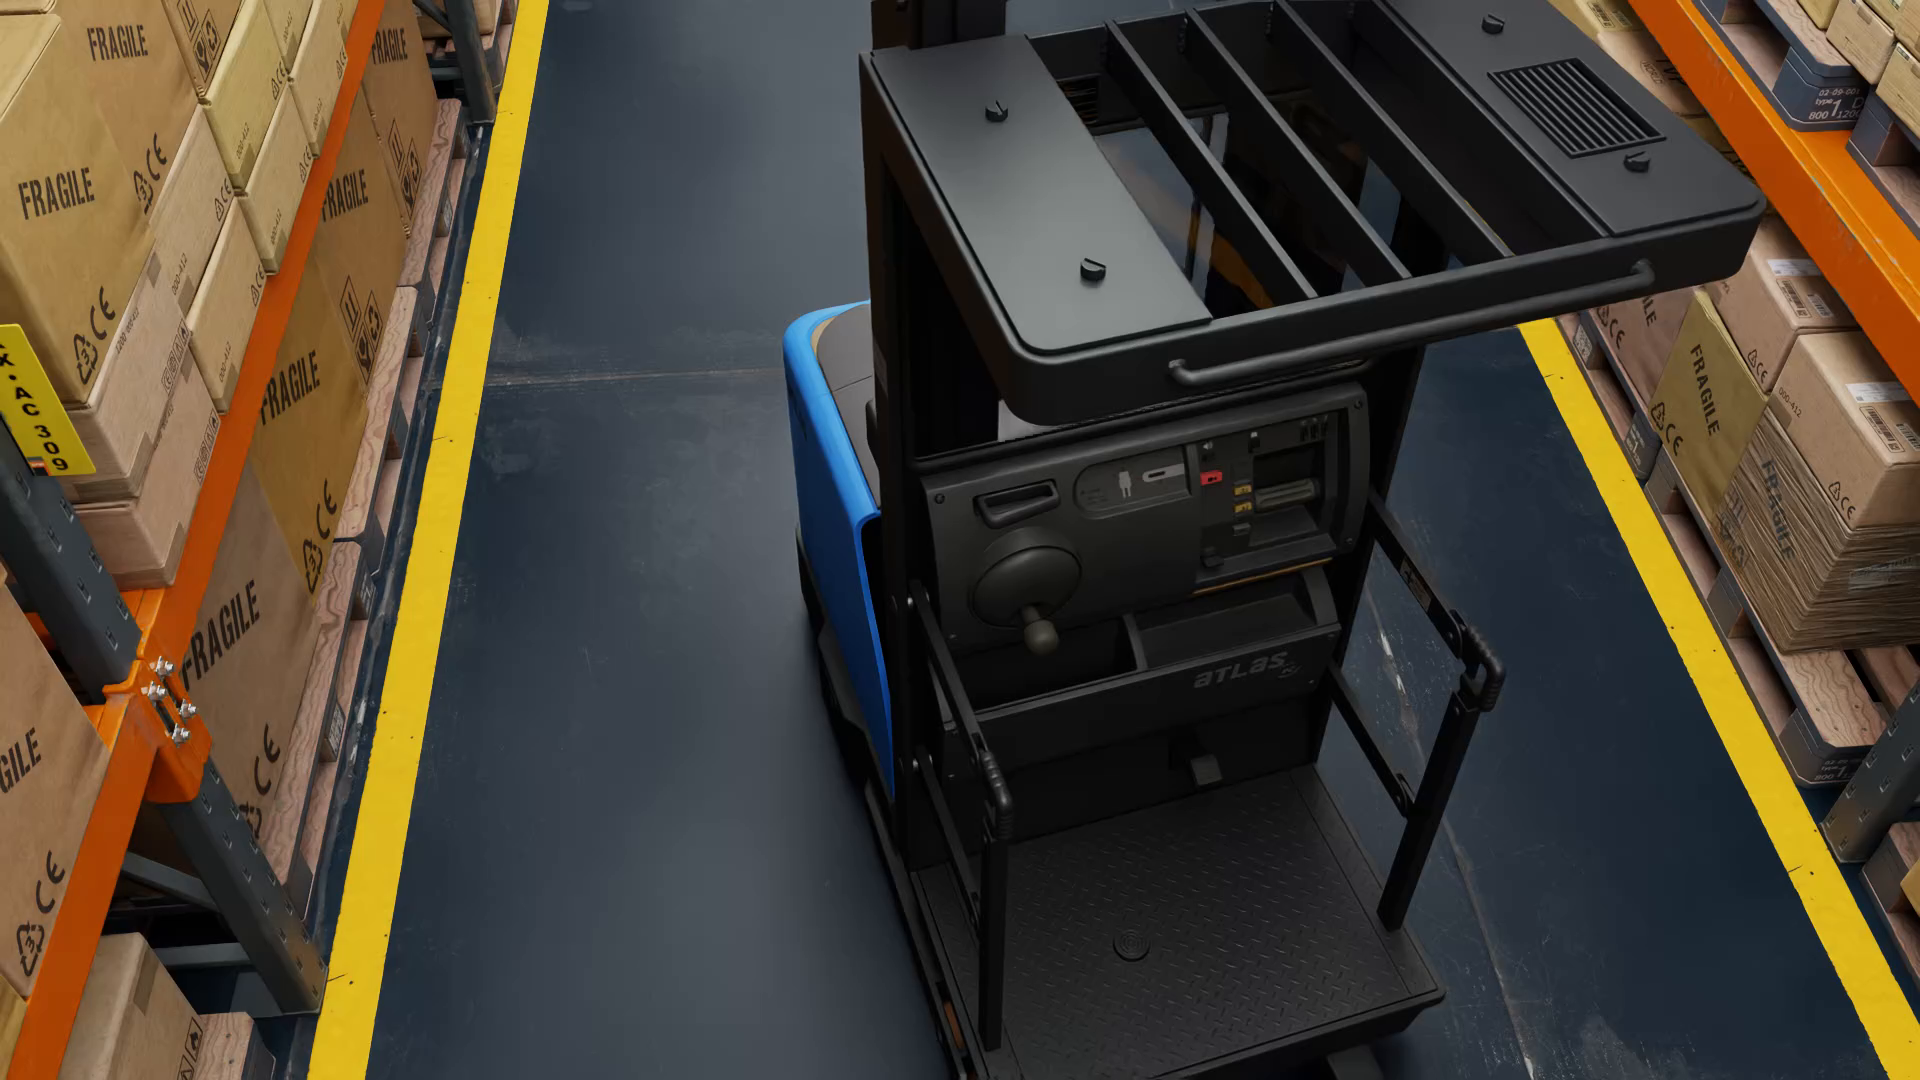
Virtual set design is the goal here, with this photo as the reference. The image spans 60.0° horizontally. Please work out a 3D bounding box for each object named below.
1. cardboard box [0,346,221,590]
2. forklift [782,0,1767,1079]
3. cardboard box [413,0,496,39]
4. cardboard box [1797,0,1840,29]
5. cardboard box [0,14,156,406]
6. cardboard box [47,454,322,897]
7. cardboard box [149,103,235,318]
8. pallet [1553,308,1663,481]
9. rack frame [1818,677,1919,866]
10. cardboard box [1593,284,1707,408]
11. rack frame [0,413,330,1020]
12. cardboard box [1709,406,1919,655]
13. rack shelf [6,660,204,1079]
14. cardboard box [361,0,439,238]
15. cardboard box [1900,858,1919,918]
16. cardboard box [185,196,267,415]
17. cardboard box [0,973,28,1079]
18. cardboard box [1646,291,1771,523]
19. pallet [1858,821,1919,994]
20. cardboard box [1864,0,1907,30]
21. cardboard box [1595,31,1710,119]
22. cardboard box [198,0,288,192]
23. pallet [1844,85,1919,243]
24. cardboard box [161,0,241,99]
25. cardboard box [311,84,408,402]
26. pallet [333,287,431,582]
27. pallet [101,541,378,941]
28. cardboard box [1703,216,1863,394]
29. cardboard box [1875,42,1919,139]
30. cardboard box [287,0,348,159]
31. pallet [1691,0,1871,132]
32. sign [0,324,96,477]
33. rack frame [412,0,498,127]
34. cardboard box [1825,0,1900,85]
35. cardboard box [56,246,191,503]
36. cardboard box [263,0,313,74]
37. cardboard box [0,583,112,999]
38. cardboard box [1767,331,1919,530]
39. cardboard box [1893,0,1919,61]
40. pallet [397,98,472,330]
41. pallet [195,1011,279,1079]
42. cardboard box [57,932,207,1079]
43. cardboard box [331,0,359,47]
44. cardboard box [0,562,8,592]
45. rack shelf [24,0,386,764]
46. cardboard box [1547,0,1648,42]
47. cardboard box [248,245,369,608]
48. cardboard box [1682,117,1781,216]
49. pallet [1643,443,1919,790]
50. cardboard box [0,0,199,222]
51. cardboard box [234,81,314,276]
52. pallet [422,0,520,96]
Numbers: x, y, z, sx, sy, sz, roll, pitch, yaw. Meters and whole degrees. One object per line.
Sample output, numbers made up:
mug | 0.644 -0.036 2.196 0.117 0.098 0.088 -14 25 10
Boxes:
cardboard box | -1.866 -0.149 3.428 0.500 0.250 0.500 -4 47 -4
forklift | 0.454 0.060 3.175 1.130 2.935 3.031 -13 48 -12
cardboard box | -2.464 -2.410 6.987 0.950 0.372 0.625 -6 47 -6
cardboard box | 2.489 -1.515 4.503 0.380 0.149 0.250 -2 47 -2
cardboard box | -1.842 -0.580 2.976 0.500 0.500 0.500 -3 47 -3
cardboard box | -2.224 0.277 4.096 0.875 0.875 0.875 -2 47 -2
cardboard box | -1.920 -0.697 3.603 0.500 0.250 0.500 -3 47 -3
pallet | 2.660 -0.729 5.795 1.003 0.211 1.213 -3 47 -3
rack frame | 2.832 -0.240 3.411 1.000 3.000 0.127 -3 47 -3
cardboard box | 2.438 -0.787 5.362 0.500 0.500 0.500 -4 47 -4
rack frame | -2.092 0.134 3.057 1.000 3.000 0.127 -3 47 -3
cardboard box | 2.519 -0.045 4.659 0.500 0.500 0.500 -4 47 -4
rack shelf | -1.925 1.829 1.948 1.077 0.370 4.000 -3 47 -3
cardboard box | -2.452 -1.669 5.939 0.875 0.875 0.875 -4 47 -4
cardboard box | 2.542 0.879 4.026 0.380 0.149 0.250 -5 47 -5
cardboard box | -1.911 -0.523 3.783 0.500 0.250 0.500 -5 47 -4
cardboard box | -1.750 0.792 2.365 0.500 0.500 0.500 -5 47 -4
cardboard box | 2.477 -0.416 5.010 0.500 0.500 0.500 -4 47 -4
pallet | 2.924 1.203 3.965 1.003 0.211 1.213 -3 47 -3
cardboard box | 2.513 -1.432 4.219 0.380 0.149 0.250 -6 47 -5
cardboard box | 2.385 -1.437 5.461 0.500 0.250 0.500 -3 47 -3
cardboard box | -1.935 -1.064 3.951 0.500 0.250 0.500 -3 47 -3
pallet | 2.913 -0.736 4.013 1.003 0.211 1.213 -3 47 -3
cardboard box | -1.952 -1.309 3.667 0.500 0.500 0.500 -5 47 -4
cardboard box | -2.381 -1.023 5.327 0.875 0.875 0.875 -3 47 -3
pallet | -2.337 -0.345 5.432 1.003 0.211 1.213 -3 47 -3
pallet | -2.232 0.539 4.594 1.003 0.211 1.213 -3 47 -3
cardboard box | 2.488 -0.679 4.743 0.500 0.250 0.500 -1 47 -1
cardboard box | 2.540 -1.123 4.131 0.380 0.149 0.250 -6 47 -5
cardboard box | -1.970 -1.257 4.478 0.500 0.250 0.500 -4 47 -4
pallet | 2.704 -1.638 4.868 1.003 0.211 1.213 -3 47 -3
sign | -1.539 -0.226 2.747 0.100 0.325 0.005 -3 47 -3
rack frame | -2.427 -2.760 5.798 1.000 3.000 0.127 -3 47 -3
cardboard box | 2.511 -1.324 4.322 0.380 0.149 0.250 -5 47 -5
cardboard box | -1.848 -0.322 3.248 0.500 0.250 0.500 -5 47 -4
cardboard box | -1.980 -1.430 4.297 0.500 0.250 0.500 -5 47 -4
cardboard box | -1.799 0.420 2.718 0.500 0.500 0.500 -3 47 -3
cardboard box | 2.518 -0.306 4.390 0.500 0.250 0.500 -5 47 -4
cardboard box | 2.534 -1.244 4.041 0.380 0.149 0.250 -5 47 -5
pallet | -2.436 -1.226 6.266 1.003 0.211 1.213 -3 47 -3
pallet | -2.106 1.648 3.544 1.003 0.211 1.213 -3 47 -3
cardboard box | -2.146 1.332 3.398 0.875 0.438 0.875 -4 47 -4
cardboard box | -2.041 -1.624 4.826 0.500 0.250 0.500 -4 47 -4
cardboard box | -1.777 0.081 2.350 0.500 0.500 0.500 -4 47 -4
rack shelf | -2.260 -1.065 4.689 1.077 0.370 4.000 -3 47 -3
cardboard box | 2.356 -1.796 5.801 0.500 0.250 0.500 -4 47 -4
cardboard box | -2.307 -0.376 4.715 0.875 0.875 0.875 -2 47 -2
cardboard box | 2.430 -1.060 5.104 0.500 0.250 0.500 -5 47 -5
pallet | 2.765 0.156 4.957 1.003 0.211 1.213 -3 47 -3
cardboard box | -1.913 -0.946 3.323 0.500 0.500 0.500 -4 47 -4
cardboard box | -1.938 -0.895 4.135 0.500 0.250 0.500 -4 47 -4
pallet | -2.491 -2.366 7.346 1.003 0.211 1.213 -3 47 -3
